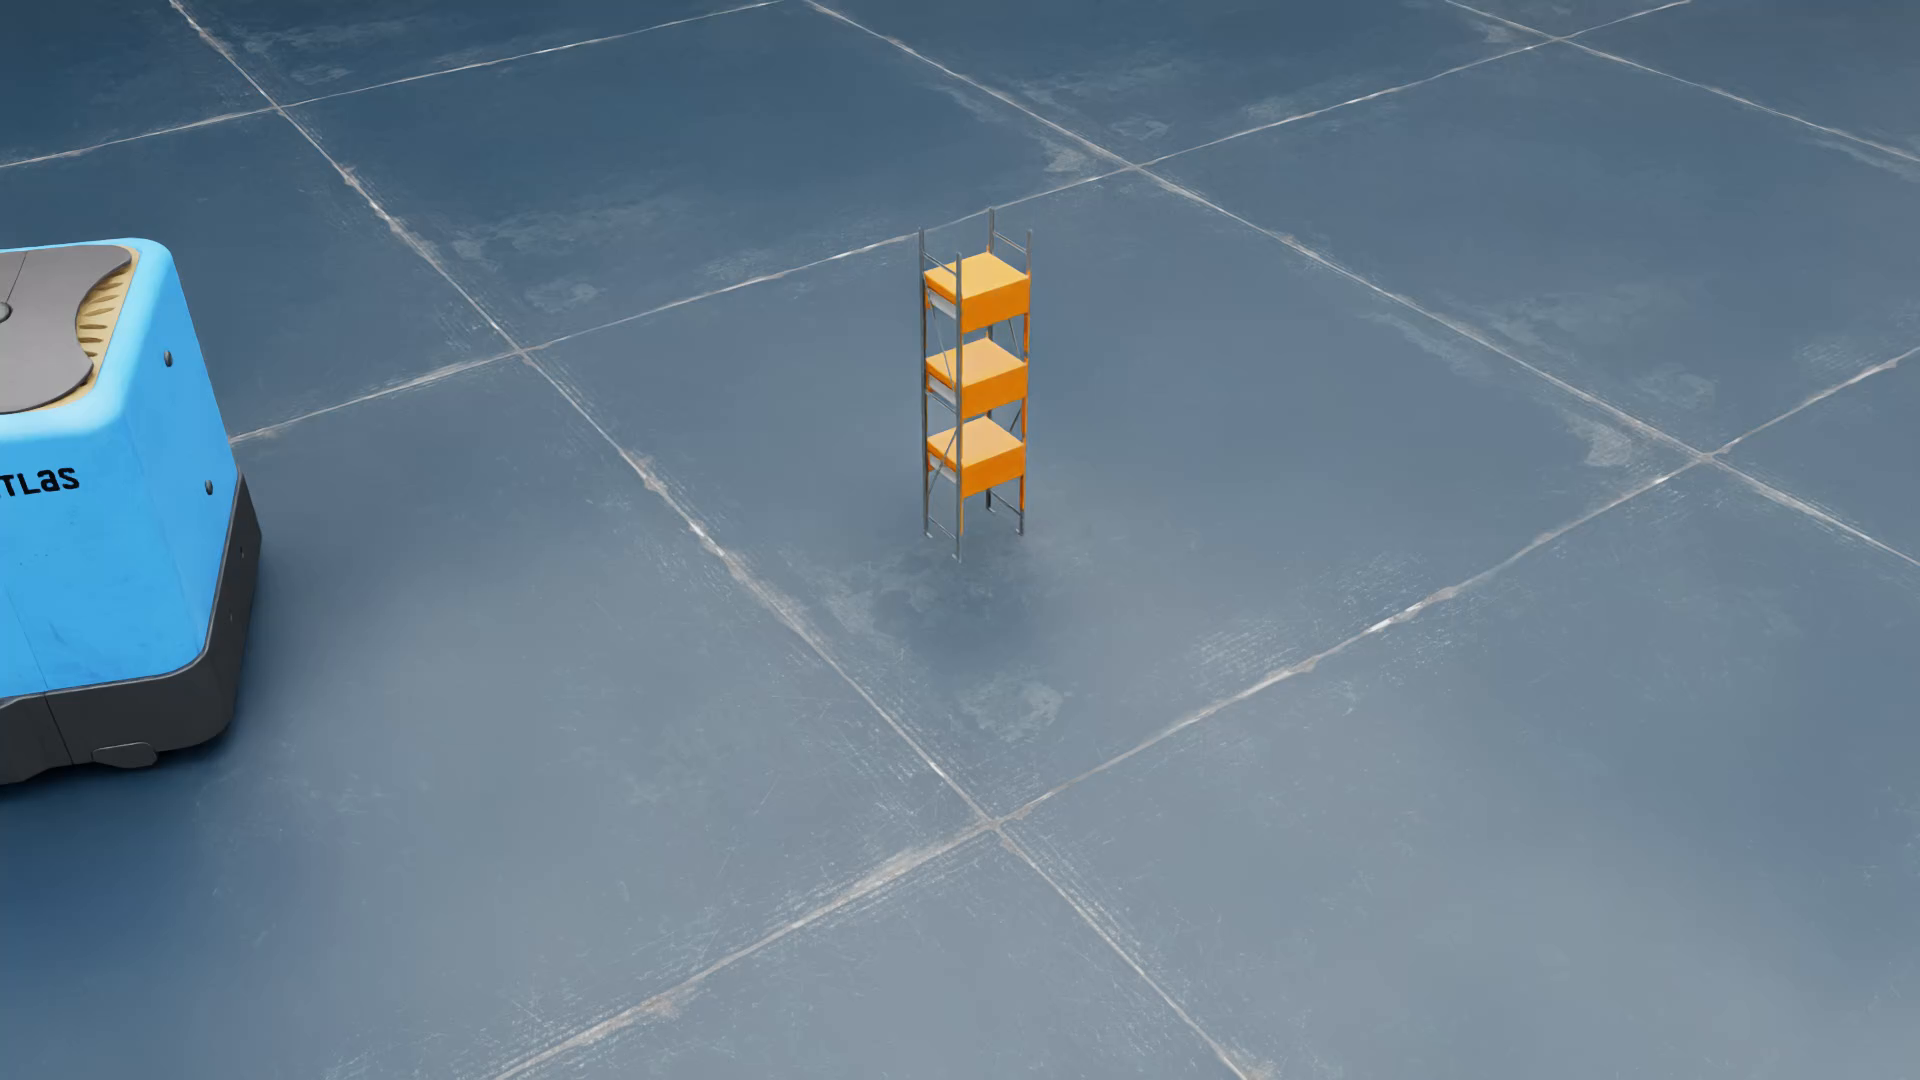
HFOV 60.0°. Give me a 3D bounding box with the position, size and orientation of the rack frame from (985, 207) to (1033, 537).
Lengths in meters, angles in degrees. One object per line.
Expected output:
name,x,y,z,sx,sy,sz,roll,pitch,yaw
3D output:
rack frame,0.143,-0.485,5.026,0.008,1.050,0.200,-22,41,-28

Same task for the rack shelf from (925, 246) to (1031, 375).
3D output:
rack shelf,0.044,-0.666,4.809,0.240,0.259,0.215,-22,41,-28

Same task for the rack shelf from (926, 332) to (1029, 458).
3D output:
rack shelf,0.044,-0.436,4.975,0.240,0.259,0.215,-22,41,-28

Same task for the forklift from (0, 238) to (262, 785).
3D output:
forklift,-3.528,-0.689,3.698,3.031,2.935,1.130,-8,37,-11

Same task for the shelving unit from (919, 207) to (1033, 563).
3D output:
shelving unit,0.044,-0.444,4.968,0.252,1.050,0.215,-22,41,-28

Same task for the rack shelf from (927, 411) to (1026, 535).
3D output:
rack shelf,0.044,-0.210,5.137,0.240,0.259,0.215,-22,41,-28

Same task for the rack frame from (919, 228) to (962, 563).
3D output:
rack frame,-0.056,-0.403,4.911,0.008,1.050,0.200,-22,41,-28
